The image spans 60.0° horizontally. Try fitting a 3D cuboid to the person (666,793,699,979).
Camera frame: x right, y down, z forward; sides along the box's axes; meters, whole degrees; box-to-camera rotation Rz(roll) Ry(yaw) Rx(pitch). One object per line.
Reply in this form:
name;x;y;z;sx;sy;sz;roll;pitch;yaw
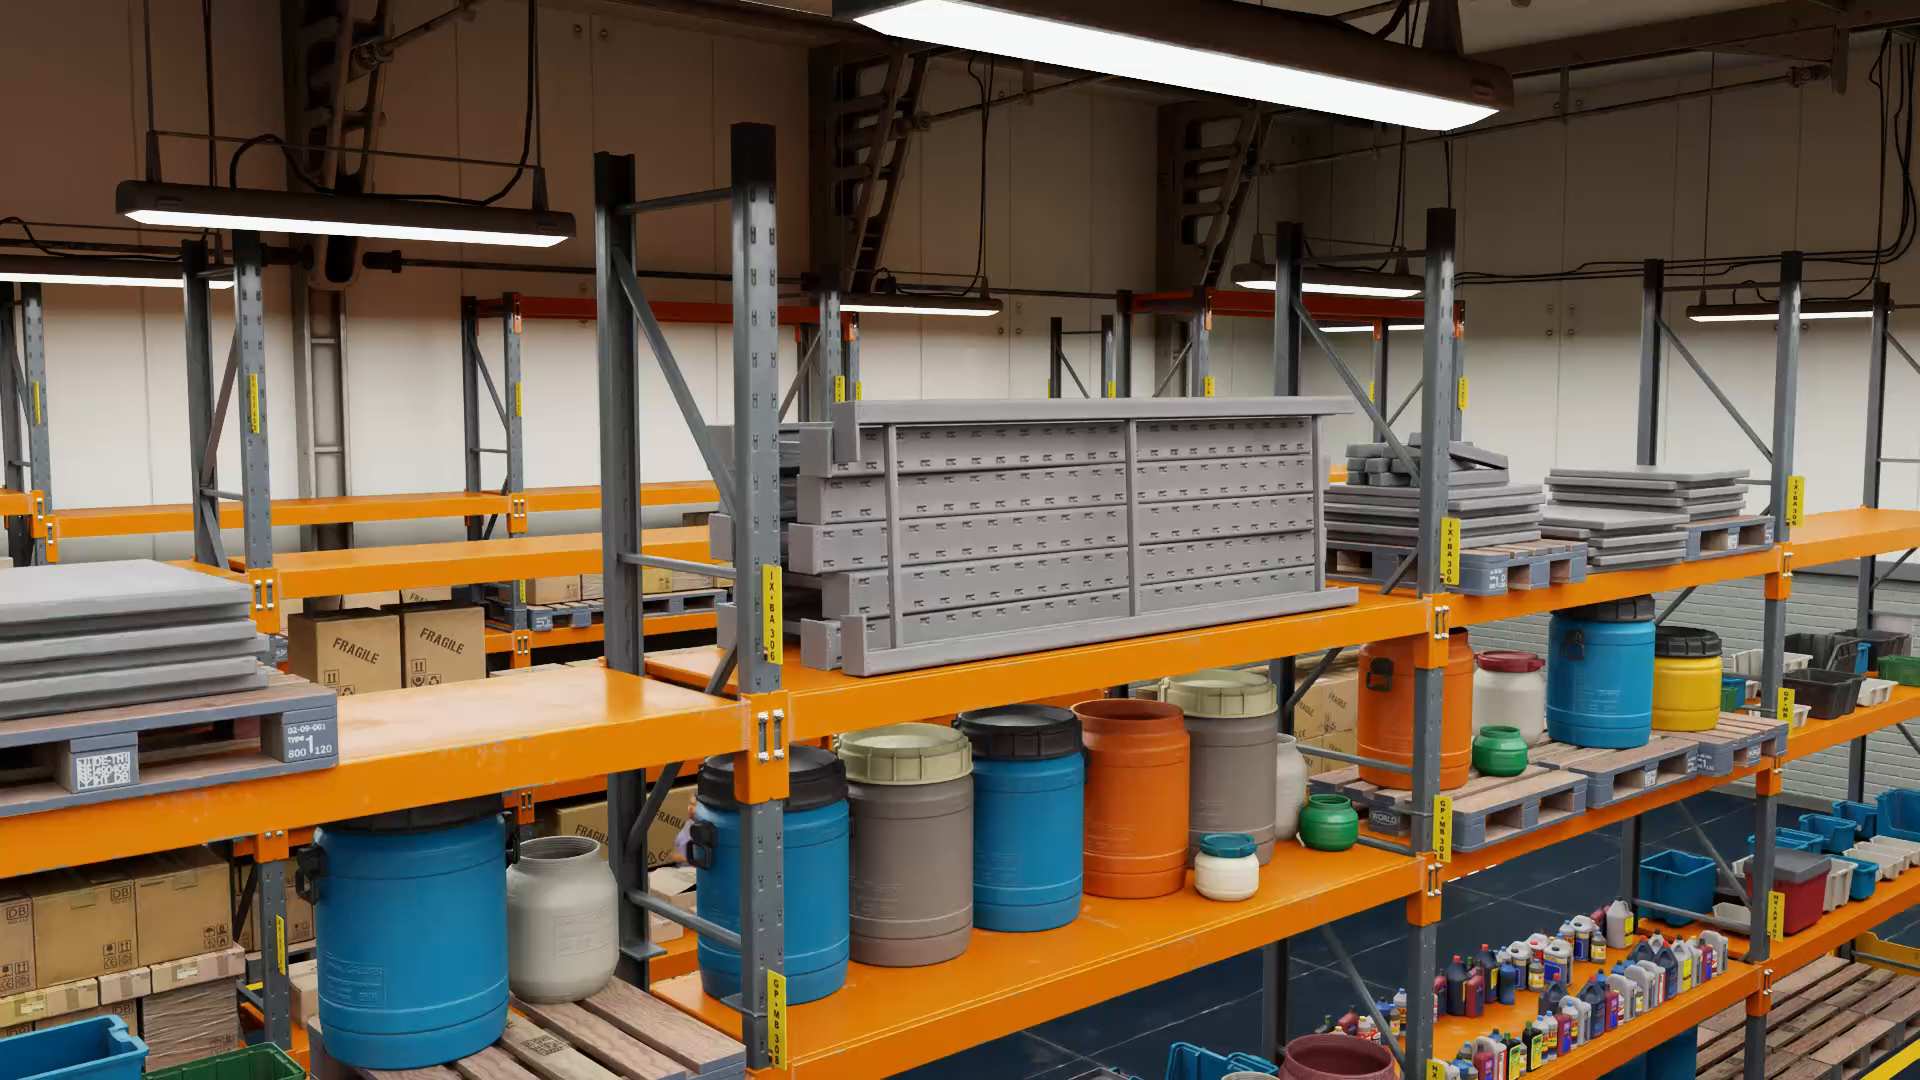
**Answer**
person;-2.217;2.994;14.322;0.582;1.707;0.775;5;7;42
